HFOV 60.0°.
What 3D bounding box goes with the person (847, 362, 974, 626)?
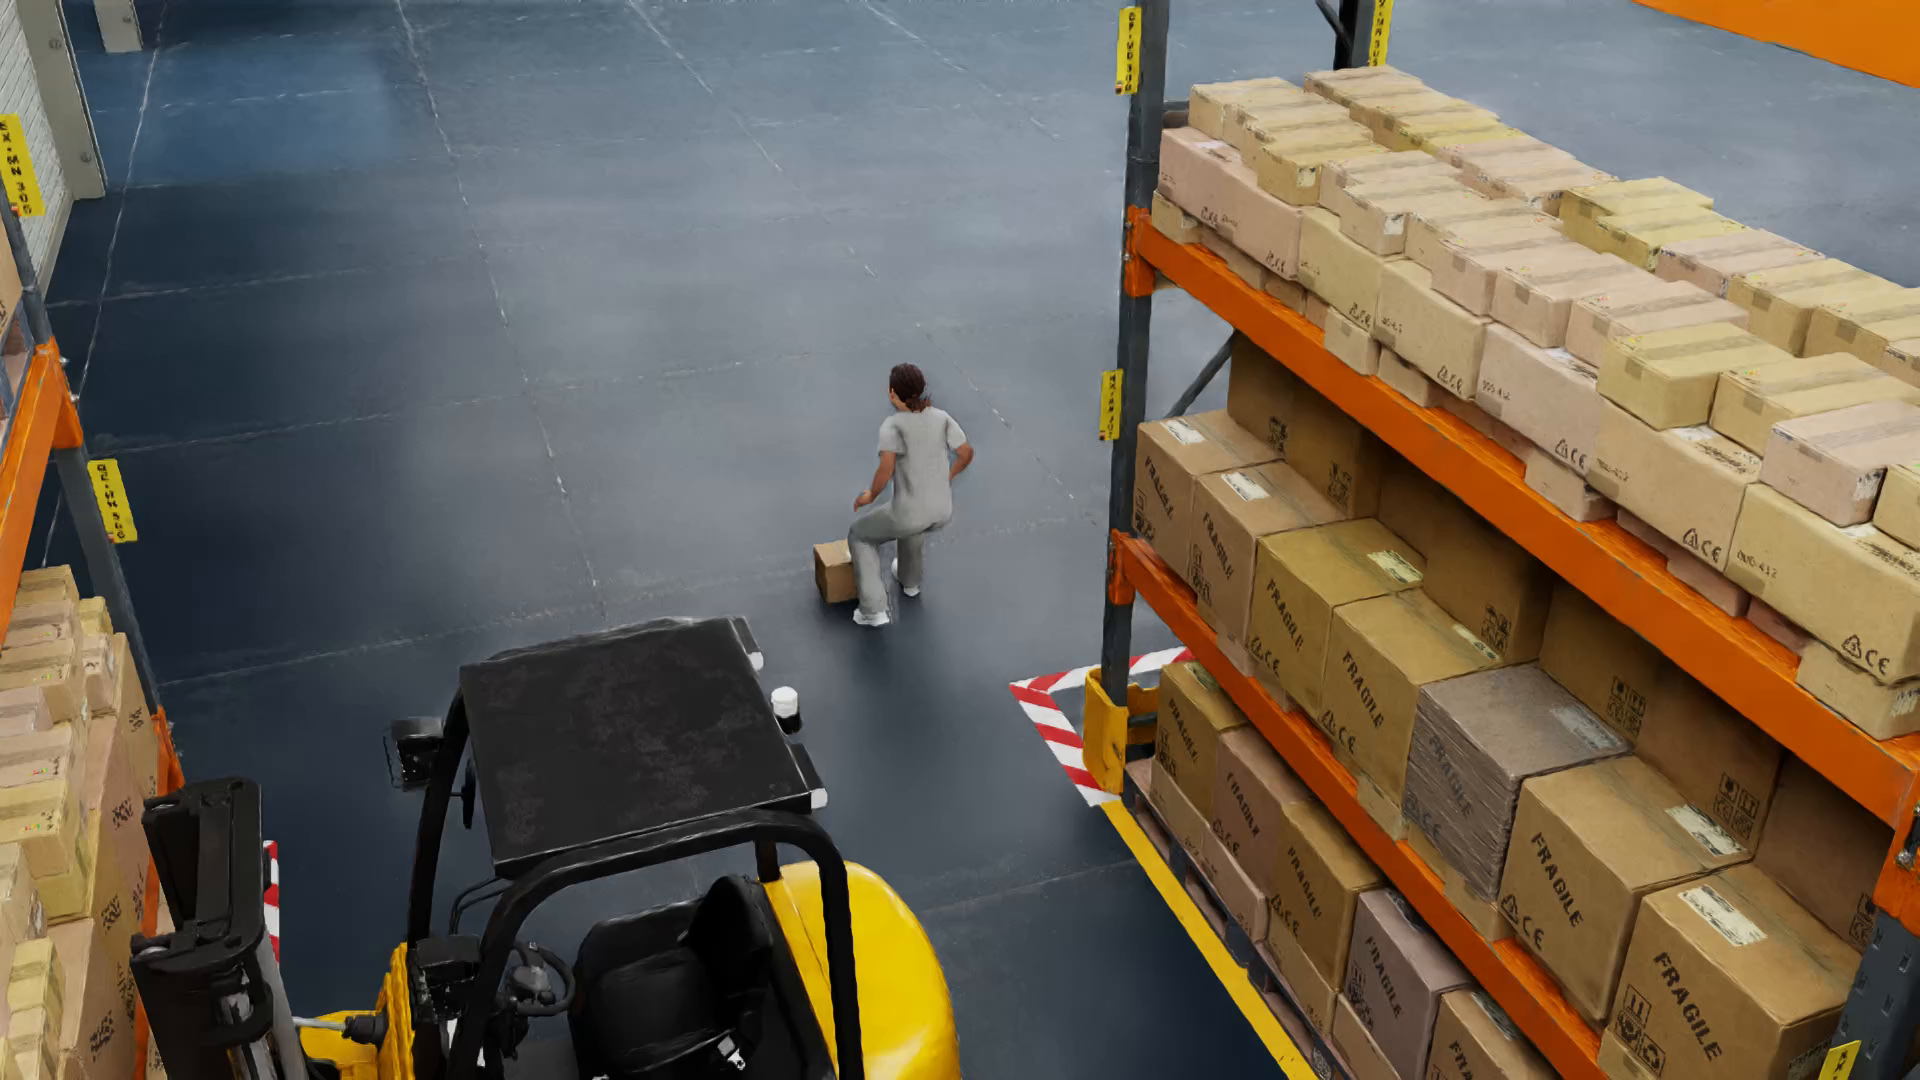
[{"bbox_3d":[-0.326,-0.262,8.973,0.667,1.485,0.730,-19,35,-30],"label":"person"}]
